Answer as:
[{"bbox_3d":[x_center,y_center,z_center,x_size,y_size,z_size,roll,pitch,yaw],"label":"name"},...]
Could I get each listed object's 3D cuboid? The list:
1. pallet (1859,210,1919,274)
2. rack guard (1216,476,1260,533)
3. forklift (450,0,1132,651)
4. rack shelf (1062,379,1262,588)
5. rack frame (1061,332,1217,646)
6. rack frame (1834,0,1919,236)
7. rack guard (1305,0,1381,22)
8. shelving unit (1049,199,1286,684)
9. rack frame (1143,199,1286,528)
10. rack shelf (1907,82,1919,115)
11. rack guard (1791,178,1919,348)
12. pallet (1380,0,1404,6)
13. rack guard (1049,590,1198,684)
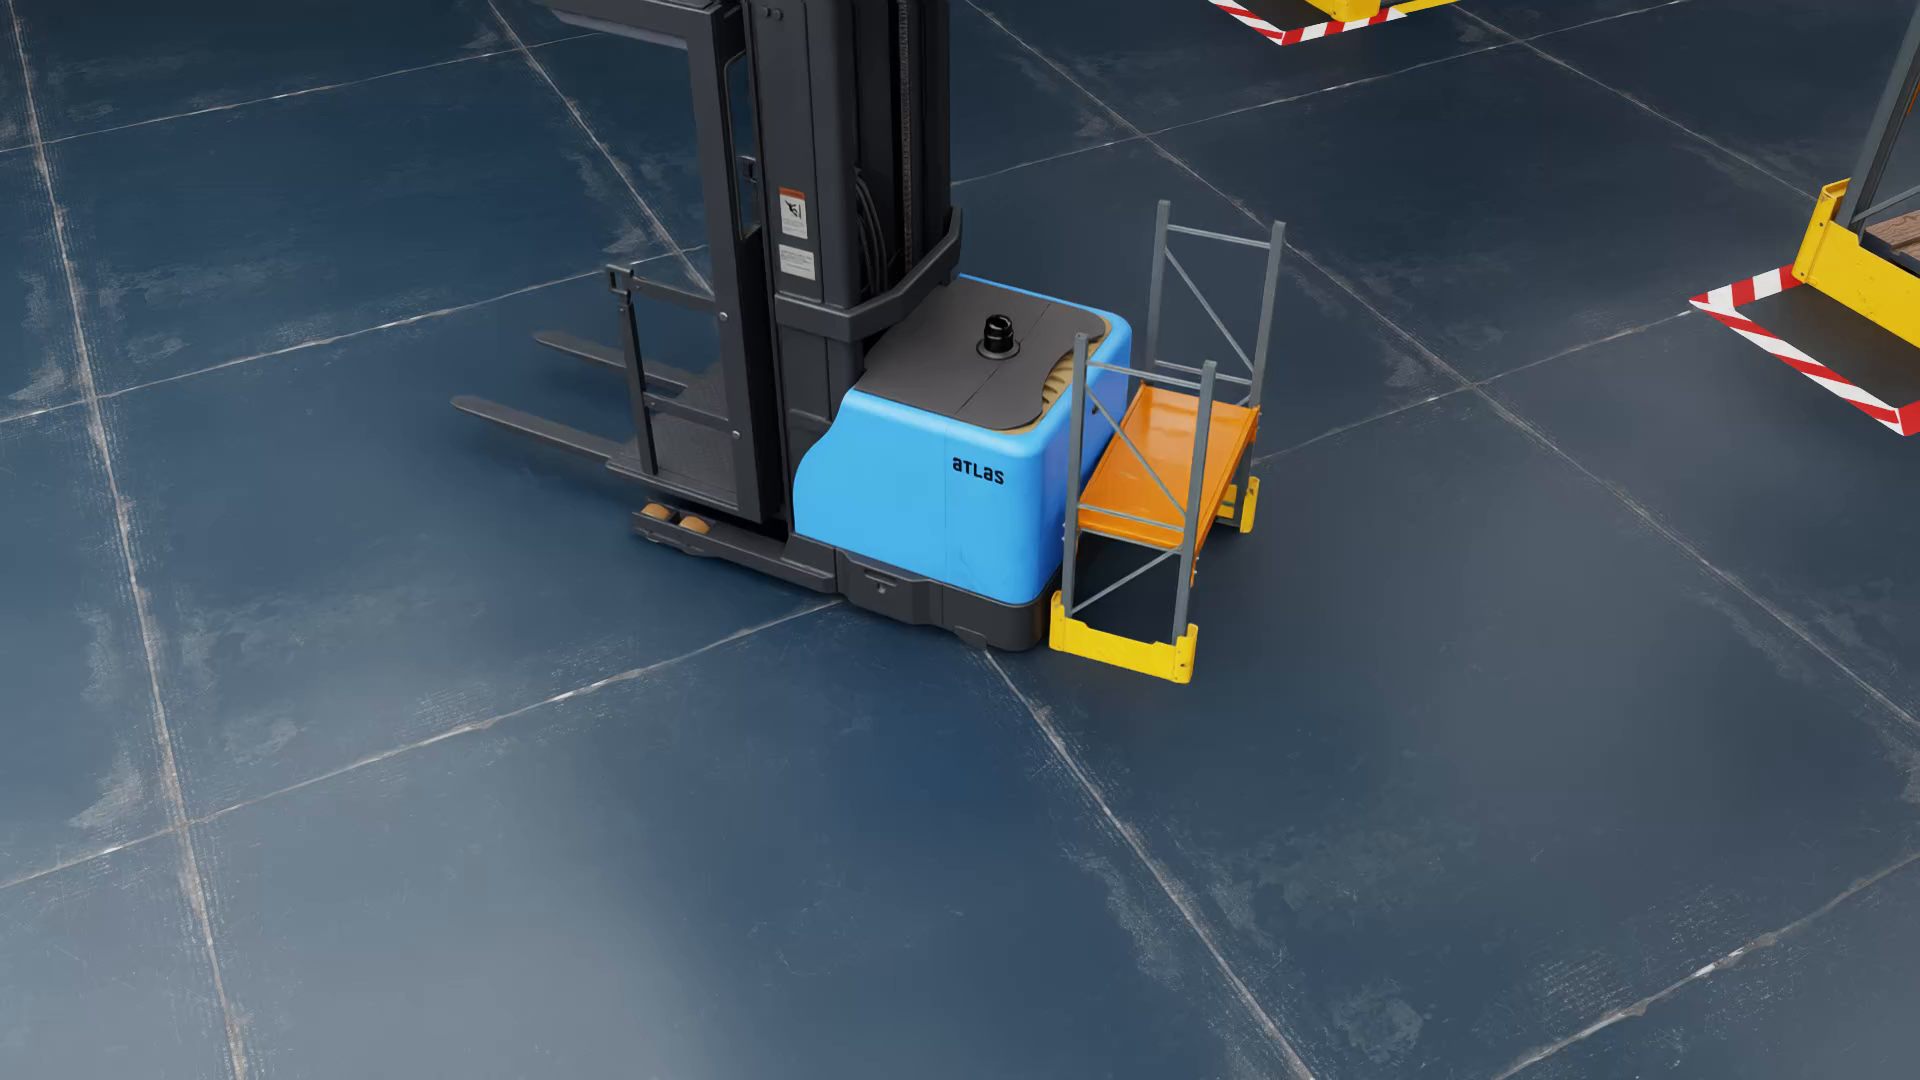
[{"bbox_3d":[5.592,-1.478,8.832,1.213,0.211,1.003,-19,44,-21],"label":"pallet"},{"bbox_3d":[1.009,-0.214,7.310,0.587,0.250,0.087,14,42,16],"label":"rack guard"},{"bbox_3d":[-0.850,-1.339,6.563,3.031,2.935,1.130,18,43,20],"label":"forklift"},{"bbox_3d":[0.823,-0.249,6.662,0.538,0.185,1.000,14,42,16],"label":"rack shelf"},{"bbox_3d":[0.636,-0.081,6.185,0.500,1.500,0.032,14,42,16],"label":"rack frame"},{"bbox_3d":[4.823,-2.253,7.590,0.127,3.000,1.000,-19,44,-21],"label":"rack frame"},{"bbox_3d":[2.517,-4.131,11.744,0.348,0.500,1.175,-19,44,-21],"label":"rack guard"},{"bbox_3d":[0.826,-0.392,6.552,0.587,1.500,1.083,14,42,16],"label":"shelving unit"},{"bbox_3d":[1.009,-0.692,6.907,0.500,1.500,0.032,14,42,16],"label":"rack frame"},{"bbox_3d":[6.597,-2.575,8.528,4.000,0.370,1.077,-19,44,-21],"label":"rack shelf"},{"bbox_3d":[4.869,-1.349,8.456,0.348,0.500,1.175,-19,44,-21],"label":"rack guard"},{"bbox_3d":[3.197,-4.281,12.143,1.213,0.211,1.003,-19,44,-21],"label":"pallet"},{"bbox_3d":[0.643,0.384,6.603,0.587,0.250,0.087,14,42,16],"label":"rack guard"}]
